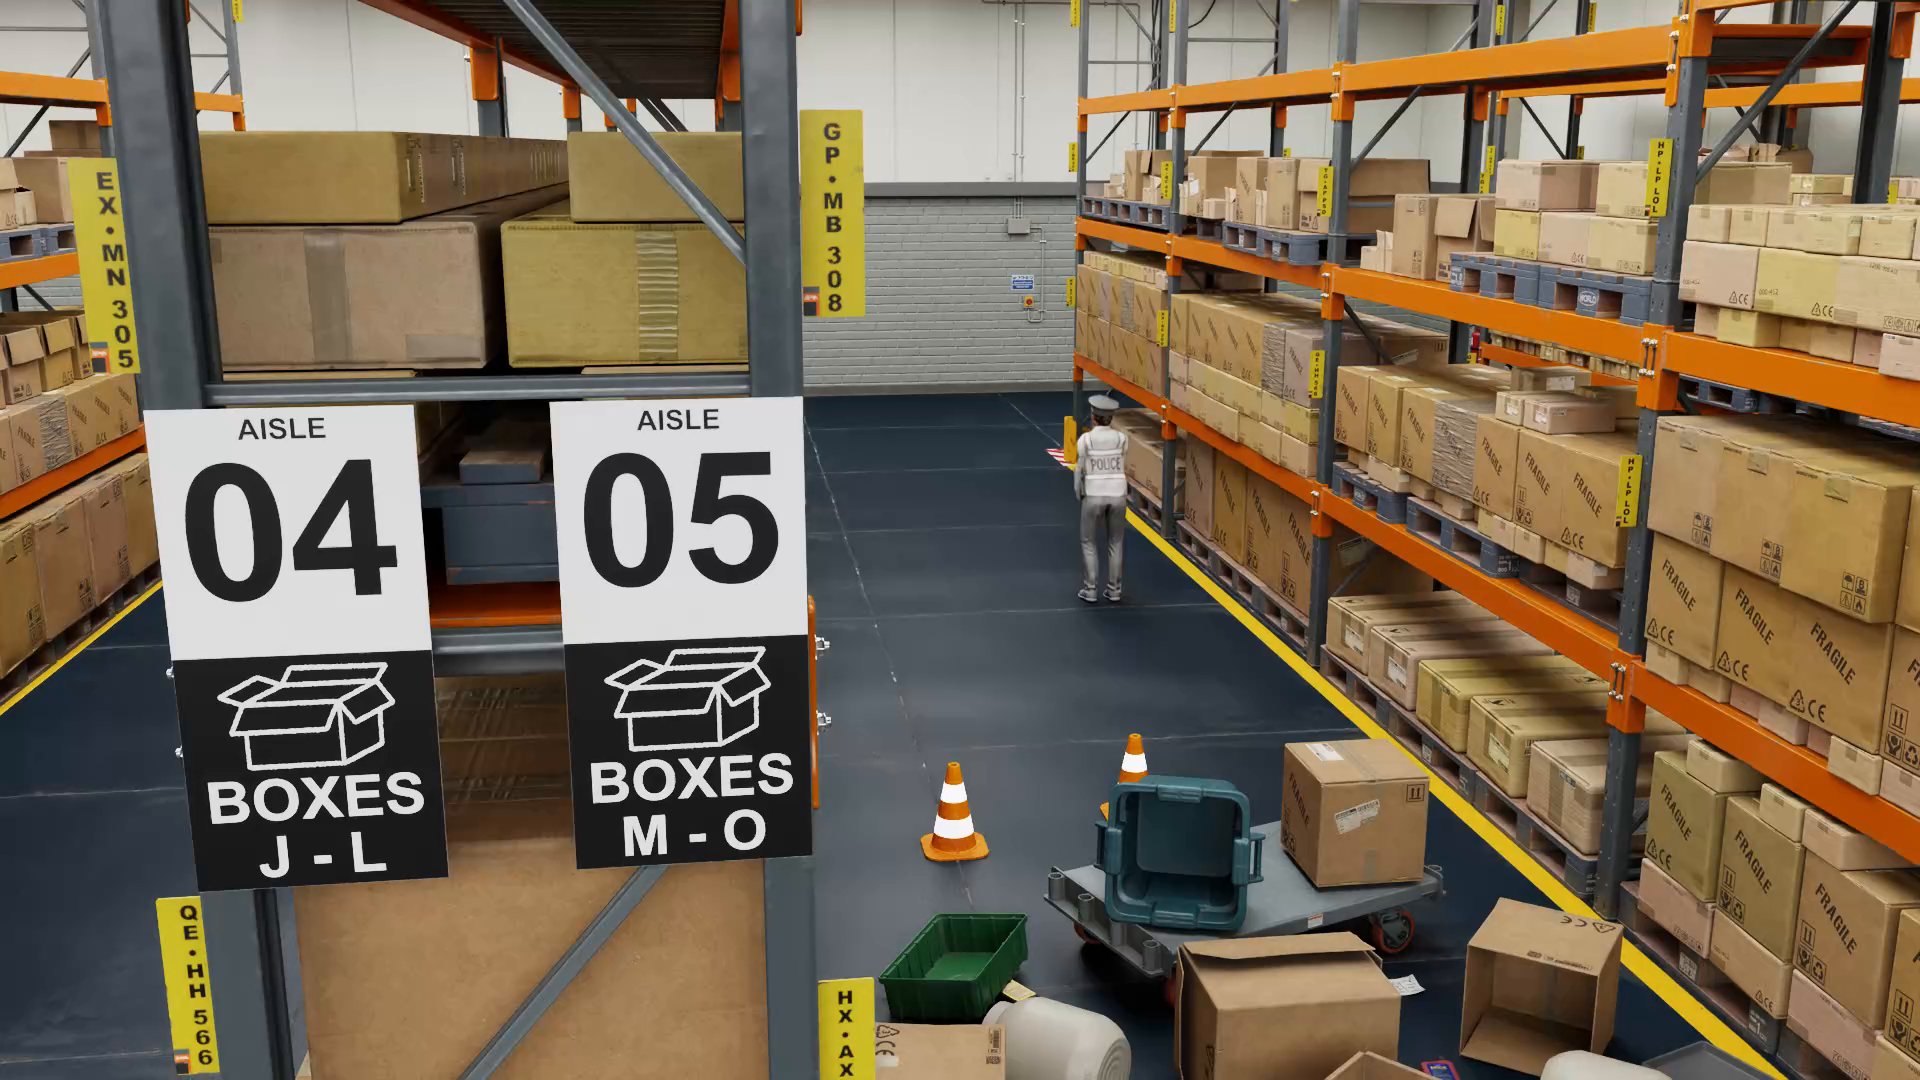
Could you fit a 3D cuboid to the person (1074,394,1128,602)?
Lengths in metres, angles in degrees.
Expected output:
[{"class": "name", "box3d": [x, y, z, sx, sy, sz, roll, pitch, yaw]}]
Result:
[{"class": "person", "box3d": [1.126, -0.333, 13.391, 0.416, 1.675, 0.530, -2, 13, -9]}]
